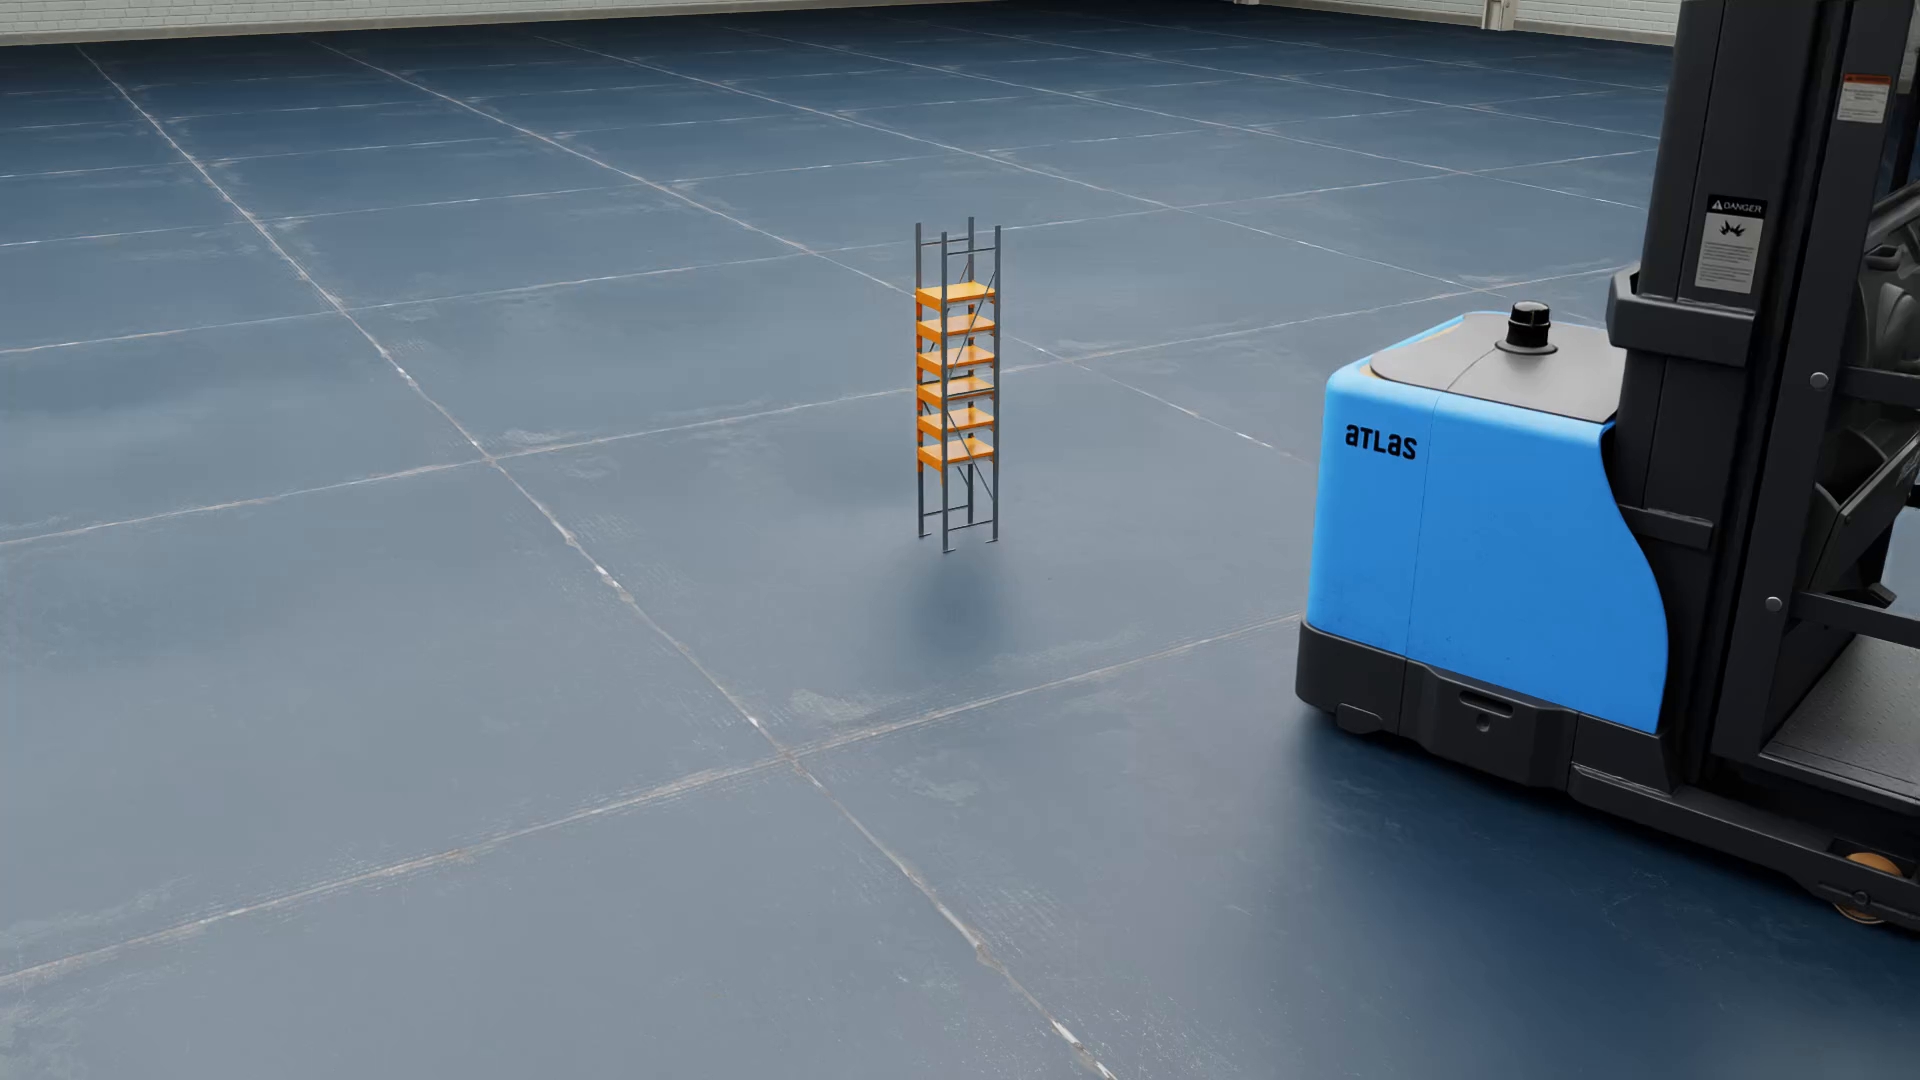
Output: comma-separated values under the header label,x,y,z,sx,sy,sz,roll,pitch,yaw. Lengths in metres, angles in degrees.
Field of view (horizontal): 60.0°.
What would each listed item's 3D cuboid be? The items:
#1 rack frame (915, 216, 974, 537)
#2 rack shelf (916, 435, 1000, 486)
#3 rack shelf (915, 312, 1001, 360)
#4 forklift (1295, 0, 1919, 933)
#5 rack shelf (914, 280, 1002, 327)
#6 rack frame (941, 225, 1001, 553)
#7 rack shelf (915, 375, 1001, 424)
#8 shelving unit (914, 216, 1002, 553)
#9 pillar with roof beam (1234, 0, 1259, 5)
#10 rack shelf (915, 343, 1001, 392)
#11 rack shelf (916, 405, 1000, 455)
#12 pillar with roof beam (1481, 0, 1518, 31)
label,x,y,z,sx,sy,sz,roll,pitch,yaw
rack frame,-0.054,-0.590,6.170,0.240,1.200,0.006,-13,25,-28
rack shelf,-0.007,-0.297,6.204,0.258,0.103,0.180,-13,25,-28
rack shelf,-0.007,-0.742,6.023,0.258,0.103,0.180,-13,25,-28
forklift,2.455,-0.607,3.911,3.031,2.935,1.130,18,28,37
rack shelf,-0.007,-0.853,5.978,0.258,0.103,0.180,-13,25,-28
rack frame,0.039,-0.531,6.024,0.240,1.200,0.006,-13,25,-28
rack shelf,-0.007,-0.519,6.114,0.258,0.103,0.180,-13,25,-28
shelving unit,-0.007,-0.561,6.097,0.258,1.200,0.189,-13,25,-28
pillar with roof beam,1.577,-13.205,26.848,9.100,9.000,0.400,-13,25,-28
rack shelf,-0.007,-0.631,6.069,0.258,0.103,0.180,-13,25,-28
rack shelf,-0.007,-0.408,6.159,0.258,0.103,0.180,-13,25,-28
pillar with roof beam,4.642,-11.262,22.069,9.100,9.000,0.400,-13,25,-28
